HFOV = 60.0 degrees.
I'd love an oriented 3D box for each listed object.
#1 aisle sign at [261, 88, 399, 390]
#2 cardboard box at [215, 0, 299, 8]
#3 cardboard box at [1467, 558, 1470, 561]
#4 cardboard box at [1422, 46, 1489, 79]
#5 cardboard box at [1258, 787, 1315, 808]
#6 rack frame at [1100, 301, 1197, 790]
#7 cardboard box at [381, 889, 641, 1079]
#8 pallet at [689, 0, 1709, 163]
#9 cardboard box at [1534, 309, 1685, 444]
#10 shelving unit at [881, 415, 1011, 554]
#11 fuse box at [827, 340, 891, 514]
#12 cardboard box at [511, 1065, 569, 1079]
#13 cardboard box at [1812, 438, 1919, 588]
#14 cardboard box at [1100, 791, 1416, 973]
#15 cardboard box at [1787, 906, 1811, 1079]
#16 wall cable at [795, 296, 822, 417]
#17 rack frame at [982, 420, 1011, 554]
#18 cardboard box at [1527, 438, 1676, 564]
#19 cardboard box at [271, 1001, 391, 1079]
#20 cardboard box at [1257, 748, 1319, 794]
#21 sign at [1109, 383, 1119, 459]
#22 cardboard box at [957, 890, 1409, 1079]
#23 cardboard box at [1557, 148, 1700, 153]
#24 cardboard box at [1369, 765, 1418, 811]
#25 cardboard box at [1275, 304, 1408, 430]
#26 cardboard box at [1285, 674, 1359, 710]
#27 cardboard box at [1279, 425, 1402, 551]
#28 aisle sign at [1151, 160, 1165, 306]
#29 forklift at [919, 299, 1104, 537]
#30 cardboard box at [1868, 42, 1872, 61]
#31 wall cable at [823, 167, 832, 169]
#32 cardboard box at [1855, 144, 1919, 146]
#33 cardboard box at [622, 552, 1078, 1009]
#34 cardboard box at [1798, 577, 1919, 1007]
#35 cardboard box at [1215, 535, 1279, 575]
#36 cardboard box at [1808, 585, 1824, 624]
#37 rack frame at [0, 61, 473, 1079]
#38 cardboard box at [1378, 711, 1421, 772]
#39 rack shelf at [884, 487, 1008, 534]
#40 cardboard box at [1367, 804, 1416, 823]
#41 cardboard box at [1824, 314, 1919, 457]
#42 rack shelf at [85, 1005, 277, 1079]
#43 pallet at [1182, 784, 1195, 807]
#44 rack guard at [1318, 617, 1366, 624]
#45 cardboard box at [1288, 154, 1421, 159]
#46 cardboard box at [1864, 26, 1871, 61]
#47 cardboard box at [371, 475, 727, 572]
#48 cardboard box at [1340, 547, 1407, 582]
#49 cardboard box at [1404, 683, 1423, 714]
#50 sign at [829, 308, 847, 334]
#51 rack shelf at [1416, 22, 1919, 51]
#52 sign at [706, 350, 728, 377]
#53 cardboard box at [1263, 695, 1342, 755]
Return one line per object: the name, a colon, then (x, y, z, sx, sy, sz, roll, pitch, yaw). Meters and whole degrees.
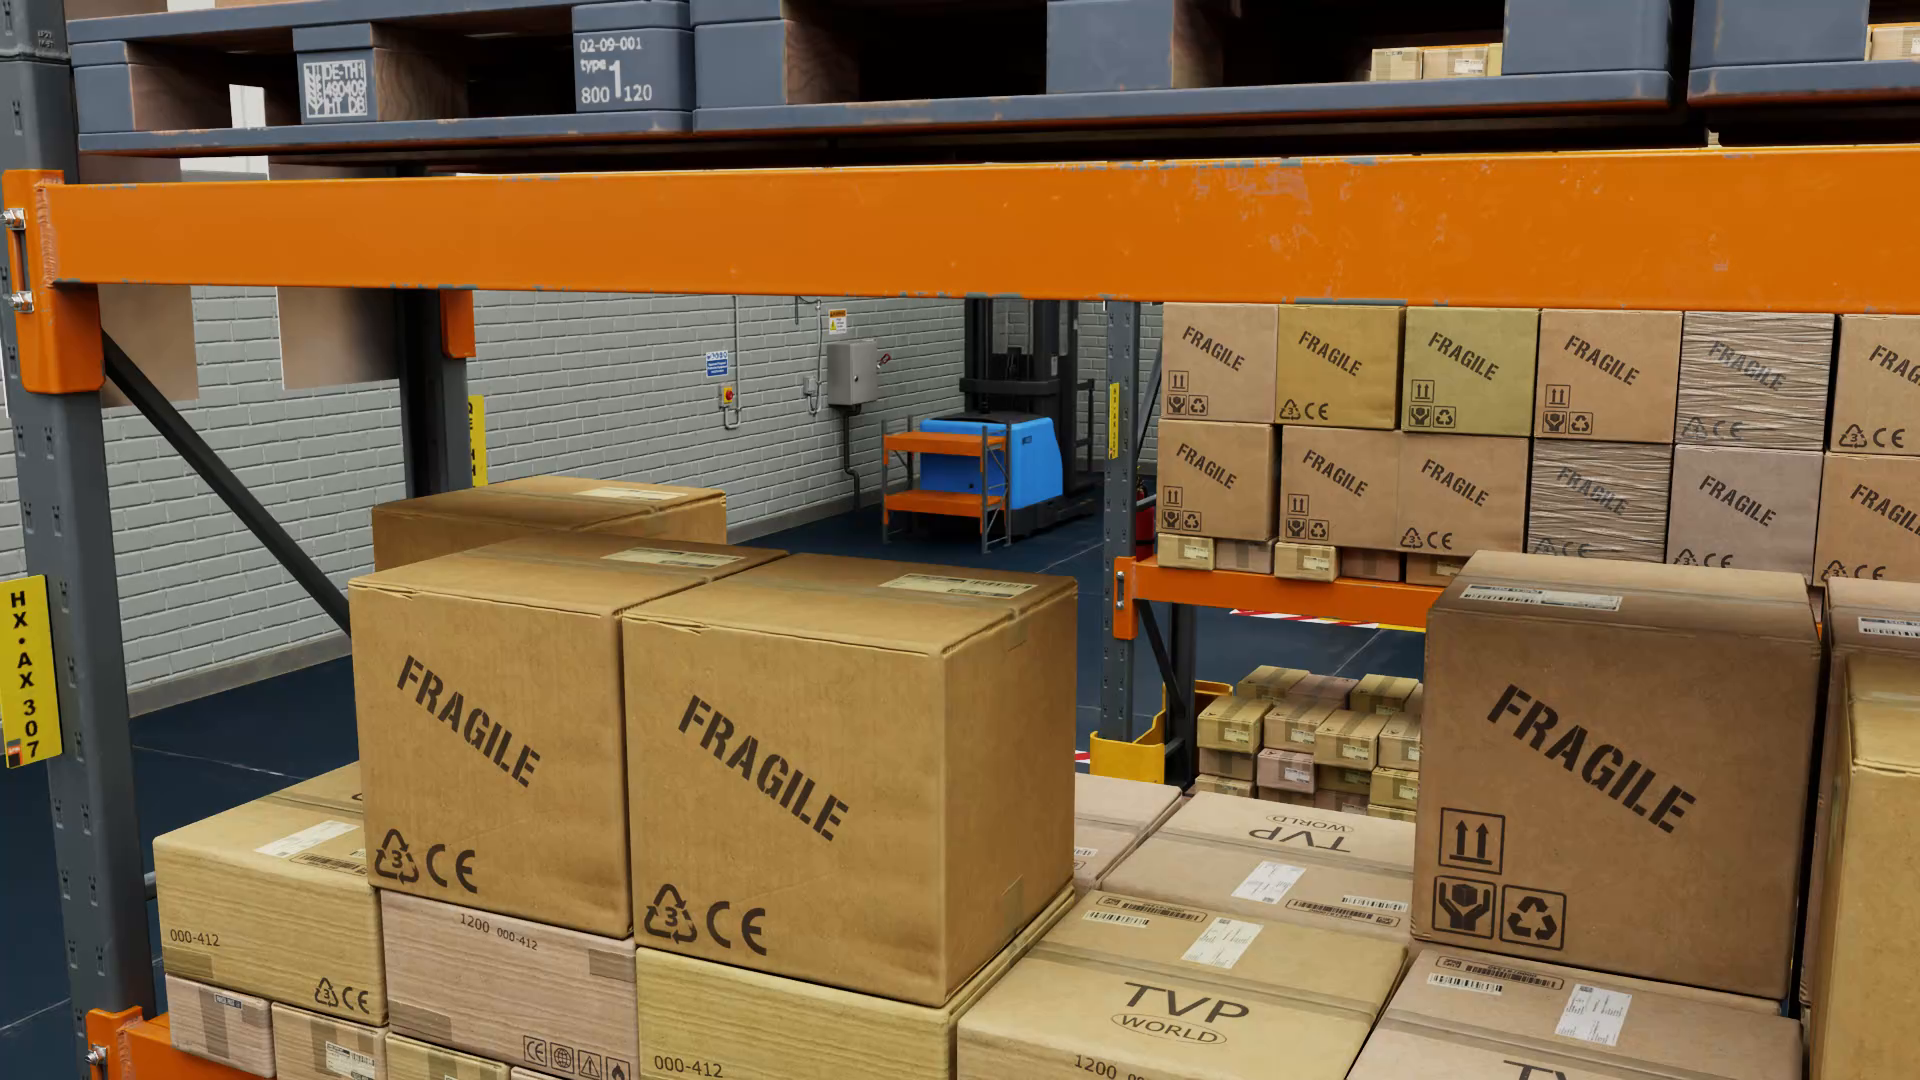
aisle sign: (-1.305, -0.727, 3.527, 0.004, 0.787, 0.394, 5, 11, 26)
cardboard box: (-0.884, -1.143, 2.961, 0.500, 0.500, 0.700, 4, 11, 22)
cardboard box: (2.256, 0.114, 6.885, 0.250, 0.149, 0.380, 5, 11, 25)
cardboard box: (2.029, -1.883, 6.685, 0.250, 0.149, 0.380, 5, 12, 27)
cardboard box: (1.511, 1.117, 7.460, 0.250, 0.149, 0.380, 5, 11, 26)
rack frame: (0.912, -0.179, 7.796, 0.127, 3.000, 1.000, 5, 11, 26)
cardboard box: (-0.594, 0.654, 2.782, 0.500, 0.250, 0.500, 5, 11, 25)
pallet: (0.394, -0.674, 2.360, 1.213, 0.211, 1.003, 5, 11, 26)
cardboard box: (2.567, -0.666, 6.563, 0.500, 0.500, 0.500, 5, 11, 24)
shelving unit: (-0.123, -0.515, 14.917, 1.048, 1.125, 0.538, 6, 12, 28)
fuse box: (-0.995, -1.108, 16.547, 0.414, 1.711, 0.539, 5, 11, 26)
cardboard box: (-0.506, 0.870, 2.705, 0.250, 0.149, 0.380, 5, 11, 25)
cardboard box: (3.475, -0.093, 6.207, 0.500, 0.500, 0.500, 5, 11, 24)
cardboard box: (0.558, 0.649, 2.807, 0.500, 0.250, 0.500, 5, 11, 26)
cardboard box: (1.464, 0.729, 2.365, 0.500, 0.250, 0.500, 5, 11, 26)
wall cable: (-1.439, -2.145, 15.808, 0.122, 1.984, 0.588, 5, 11, 26)
rack frame: (0.323, -0.472, 14.678, 0.032, 1.125, 0.500, 6, 12, 28)
cardboard box: (2.577, -0.177, 6.670, 0.500, 0.500, 0.500, 5, 11, 24)
cardboard box: (-0.971, 0.830, 2.929, 0.250, 0.149, 0.380, 5, 11, 25)
cardboard box: (1.489, 0.984, 7.362, 0.250, 0.149, 0.380, 5, 11, 26)
sign: (0.672, -0.518, 7.240, 0.005, 0.325, 0.100, 5, 11, 26)
cardboard box: (0.326, 0.734, 2.337, 0.500, 0.250, 0.500, 5, 11, 25)
cardboard box: (2.597, -1.382, 6.441, 0.500, 0.250, 0.500, 5, 11, 26)
cardboard box: (1.929, 1.027, 7.126, 0.250, 0.149, 0.380, 5, 12, 28)
cardboard box: (1.652, -0.750, 7.027, 0.500, 0.500, 0.500, 5, 12, 27)
cardboard box: (1.698, 0.755, 7.792, 0.250, 0.149, 0.380, 5, 12, 27)
cardboard box: (1.683, -0.257, 7.110, 0.500, 0.500, 0.500, 5, 11, 26)
aisle sign: (0.979, -1.512, 7.861, 0.004, 0.787, 0.394, 5, 11, 26)
forklift: (0.731, -1.687, 16.322, 1.130, 2.935, 3.031, 5, 11, 26)
cardboard box: (3.412, -1.852, 6.516, 0.250, 0.149, 0.380, 5, 11, 24)
wall cable: (-0.613, -4.913, 17.003, 0.133, 3.039, 2.988, 5, 11, 26)
cardboard box: (3.497, -1.303, 6.003, 0.500, 0.250, 0.500, 5, 11, 26)
cardboard box: (-0.147, 0.324, 2.498, 0.500, 0.500, 0.500, 5, 11, 24)
cardboard box: (1.459, 0.360, 2.297, 0.500, 0.500, 0.500, 5, 11, 26)
cardboard box: (1.304, 0.036, 7.313, 0.250, 0.149, 0.380, 5, 12, 28)
cardboard box: (3.170, 0.200, 6.405, 0.250, 0.149, 0.380, 4, 11, 23)
rack frame: (-1.374, 0.605, 3.463, 0.127, 3.000, 1.000, 5, 11, 26)
cardboard box: (1.960, 0.869, 7.160, 0.250, 0.149, 0.380, 4, 11, 23)
rack shelf: (-0.123, -0.274, 14.961, 1.000, 0.278, 0.538, 6, 12, 28)
cardboard box: (1.917, 1.173, 7.150, 0.250, 0.149, 0.380, 5, 11, 27)
cardboard box: (3.492, -0.585, 6.116, 0.500, 0.500, 0.500, 5, 11, 24)
rack shelf: (0.420, 1.117, 2.656, 4.000, 0.370, 1.077, 5, 11, 26)
pallet: (1.693, 1.269, 7.626, 1.213, 0.211, 1.003, 5, 11, 26)
rack guard: (2.990, 0.251, 12.441, 0.348, 0.500, 1.175, 5, 11, 26)
cardboard box: (1.672, -1.463, 6.888, 0.500, 0.250, 0.500, 5, 12, 28)
cardboard box: (3.159, -1.770, 6.062, 0.250, 0.149, 0.380, 5, 11, 24)
cardboard box: (-0.820, 0.160, 3.403, 0.500, 0.500, 0.500, 5, 11, 27)
cardboard box: (1.814, 0.064, 7.157, 0.250, 0.149, 0.380, 6, 12, 28)
cardboard box: (2.191, 0.785, 7.623, 0.250, 0.149, 0.380, 5, 11, 24)
sign: (-1.206, -2.156, 16.400, 0.001, 0.242, 0.339, 5, 11, 26)
rack shelf: (4.805, -3.221, 10.902, 4.000, 0.370, 1.077, 5, 11, 26)
sign: (-2.132, -1.548, 14.602, 0.001, 0.218, 0.327, 5, 11, 26)
cardboard box: (1.532, 0.823, 7.417, 0.250, 0.149, 0.380, 5, 12, 27)
